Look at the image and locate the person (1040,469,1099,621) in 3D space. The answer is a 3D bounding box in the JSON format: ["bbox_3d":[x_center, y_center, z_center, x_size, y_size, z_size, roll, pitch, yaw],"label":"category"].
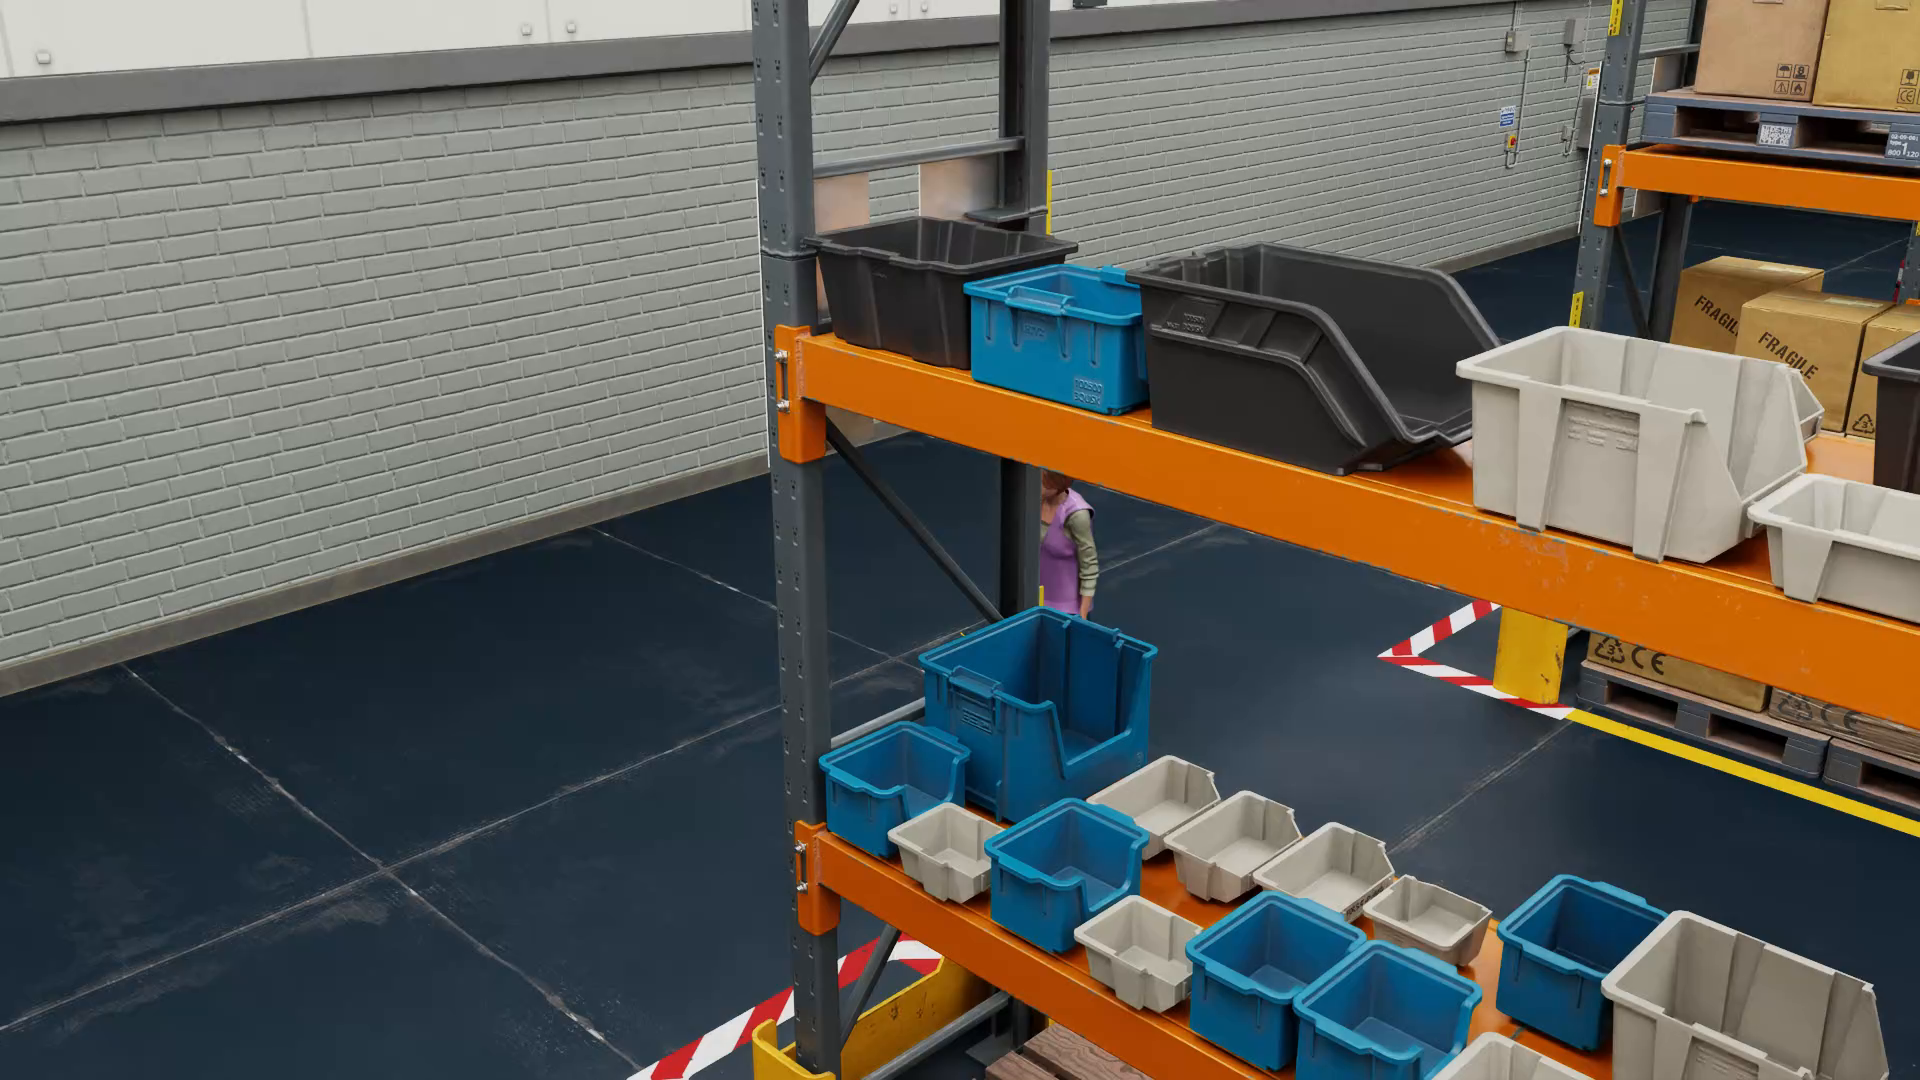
[{"bbox_3d":[0.441,0.368,7.792,0.461,1.478,0.343,19,28,41],"label":"person"}]
